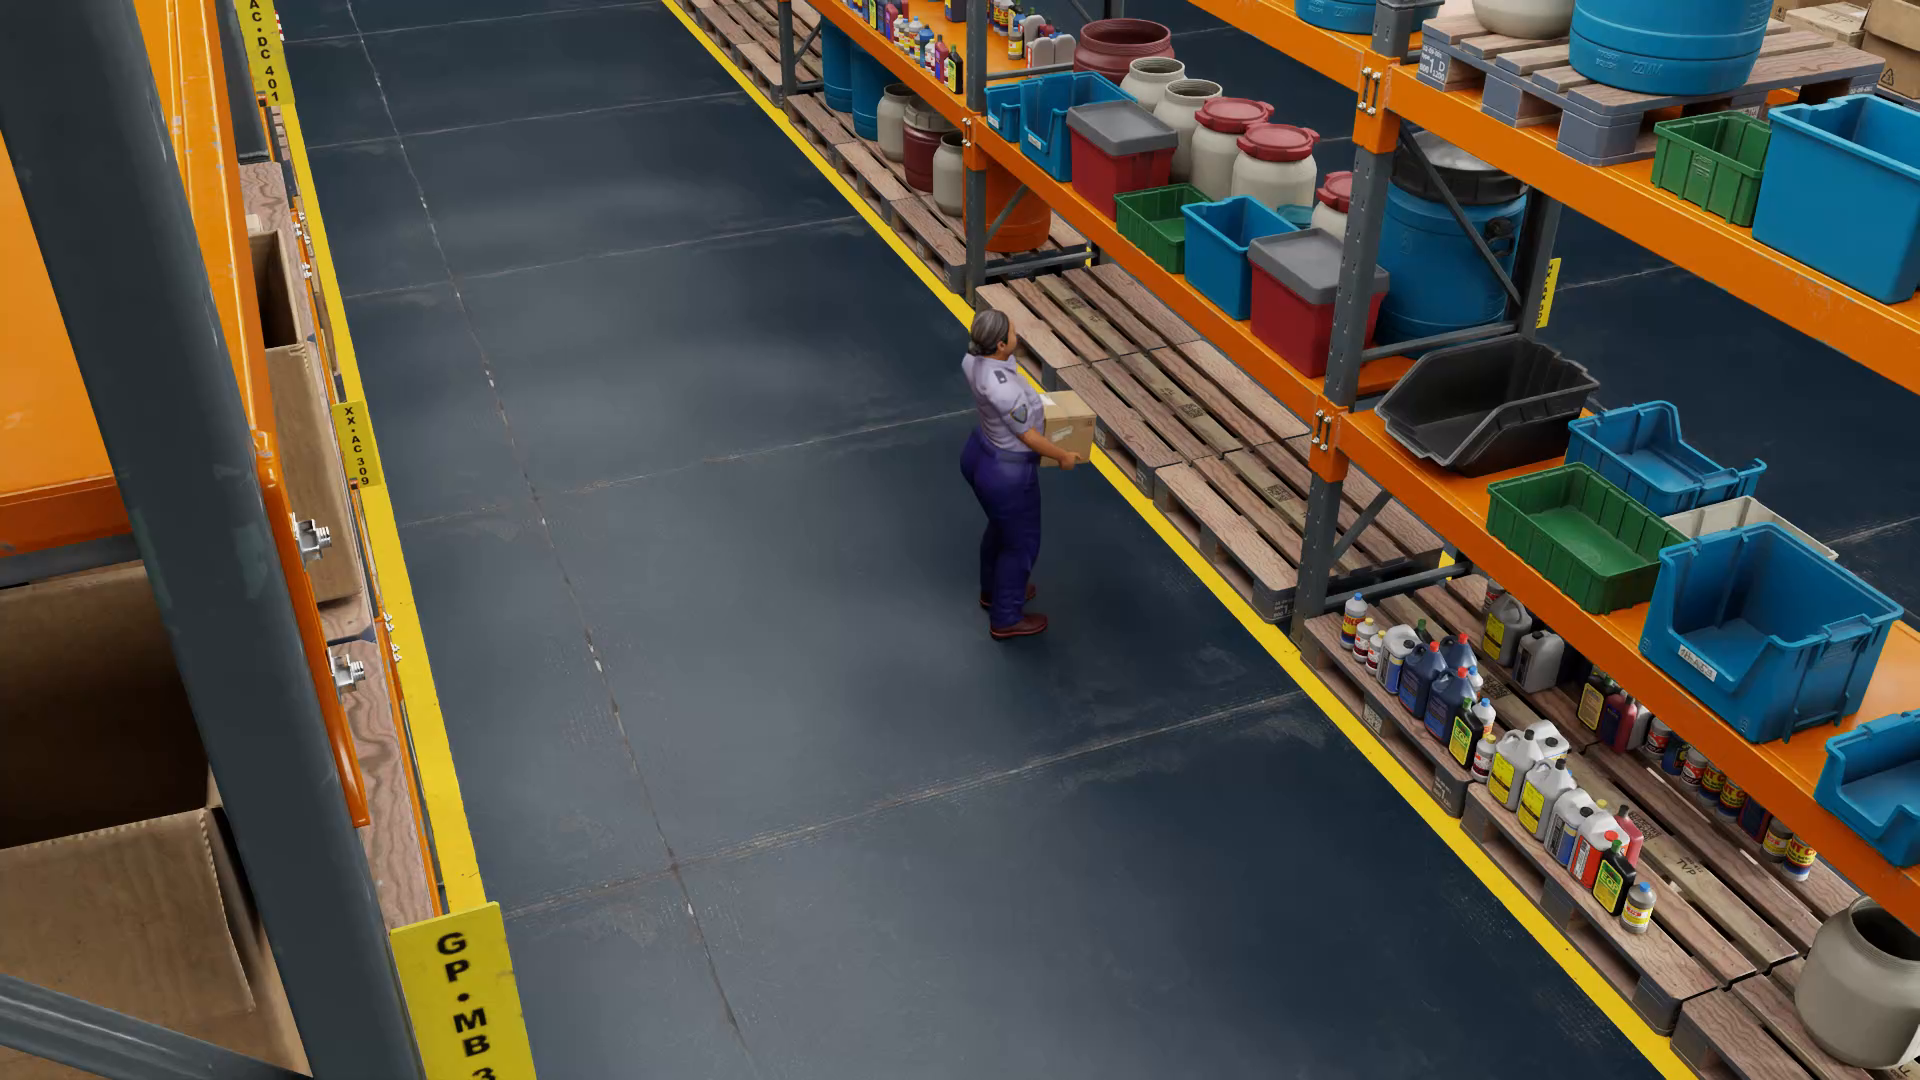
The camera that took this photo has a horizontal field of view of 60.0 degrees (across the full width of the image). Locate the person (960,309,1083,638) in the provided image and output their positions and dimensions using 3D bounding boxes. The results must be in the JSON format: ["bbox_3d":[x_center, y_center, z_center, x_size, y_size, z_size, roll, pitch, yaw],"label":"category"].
[{"bbox_3d":[0.272,-0.331,7.663,0.517,1.637,0.453,-12,36,-18],"label":"person"}]
